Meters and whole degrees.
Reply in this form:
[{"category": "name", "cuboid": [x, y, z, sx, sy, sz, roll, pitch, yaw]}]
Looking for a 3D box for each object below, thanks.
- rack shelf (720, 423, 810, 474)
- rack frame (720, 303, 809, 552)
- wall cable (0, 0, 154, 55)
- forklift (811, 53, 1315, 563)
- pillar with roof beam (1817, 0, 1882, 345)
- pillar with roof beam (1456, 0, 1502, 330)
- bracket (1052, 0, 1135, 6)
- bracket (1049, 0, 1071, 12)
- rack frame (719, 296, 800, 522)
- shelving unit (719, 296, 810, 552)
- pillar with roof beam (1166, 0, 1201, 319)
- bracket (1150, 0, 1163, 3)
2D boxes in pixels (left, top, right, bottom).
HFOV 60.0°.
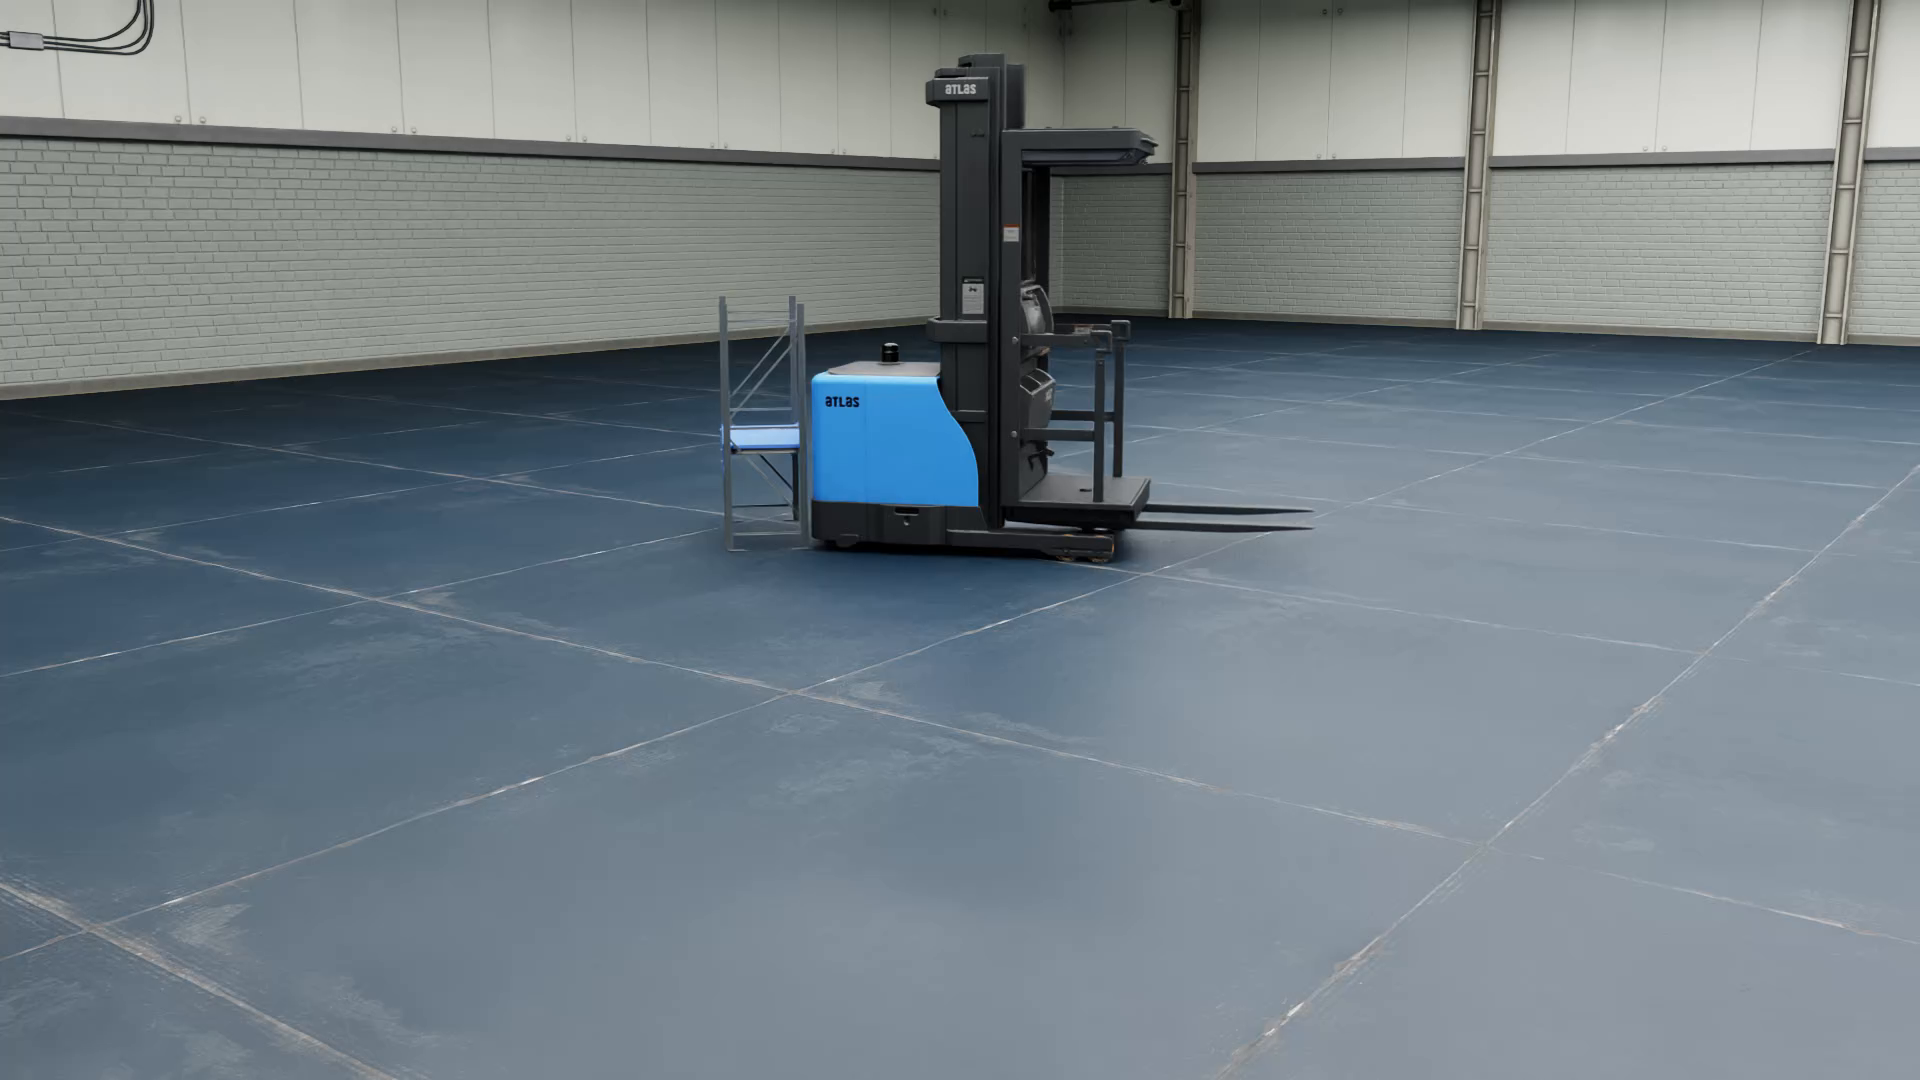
[{"category": "rack shelf", "cuboid": [-1.255, -0.592, 10.589, 0.538, 0.185, 1.000, -2, 11, -8]}, {"category": "rack frame", "cuboid": [-1.181, -0.673, 10.061, 0.500, 1.500, 0.032, -2, 11, -8]}, {"category": "wall cable", "cuboid": [-10.087, -7.799, 18.197, 0.169, 6.003, 2.305, 8, 13, 36]}, {"category": "forklift", "cuboid": [0.657, -1.411, 10.107, 3.031, 2.935, 1.130, 2, 11, 12]}, {"category": "pillar with roof beam", "cuboid": [11.642, -6.958, 22.805, 0.400, 9.000, 9.100, 8, 13, 36]}, {"category": "pillar with roof beam", "cuboid": [6.806, -7.633, 26.292, 0.400, 9.000, 9.100, 8, 13, 36]}, {"category": "bracket", "cuboid": [2.539, -10.926, 33.838, 3.189, 0.066, 0.076, 8, 13, 36]}, {"category": "bracket", "cuboid": [2.063, -10.992, 34.181, 0.430, 0.232, 0.235, 8, 13, 36]}, {"category": "rack frame", "cuboid": [-1.329, -0.864, 11.049, 0.500, 1.500, 0.032, -2, 11, -8]}, {"category": "shelving unit", "cuboid": [-1.255, -0.769, 10.555, 0.538, 1.500, 1.048, -2, 11, -8]}, {"category": "pillar with roof beam", "cuboid": [1.970, -8.307, 29.779, 0.548, 9.000, 9.100, 8, 13, 36]}, {"category": "bracket", "cuboid": [3.973, -10.726, 32.804, 0.430, 0.232, 0.235, 8, 13, 36]}]
